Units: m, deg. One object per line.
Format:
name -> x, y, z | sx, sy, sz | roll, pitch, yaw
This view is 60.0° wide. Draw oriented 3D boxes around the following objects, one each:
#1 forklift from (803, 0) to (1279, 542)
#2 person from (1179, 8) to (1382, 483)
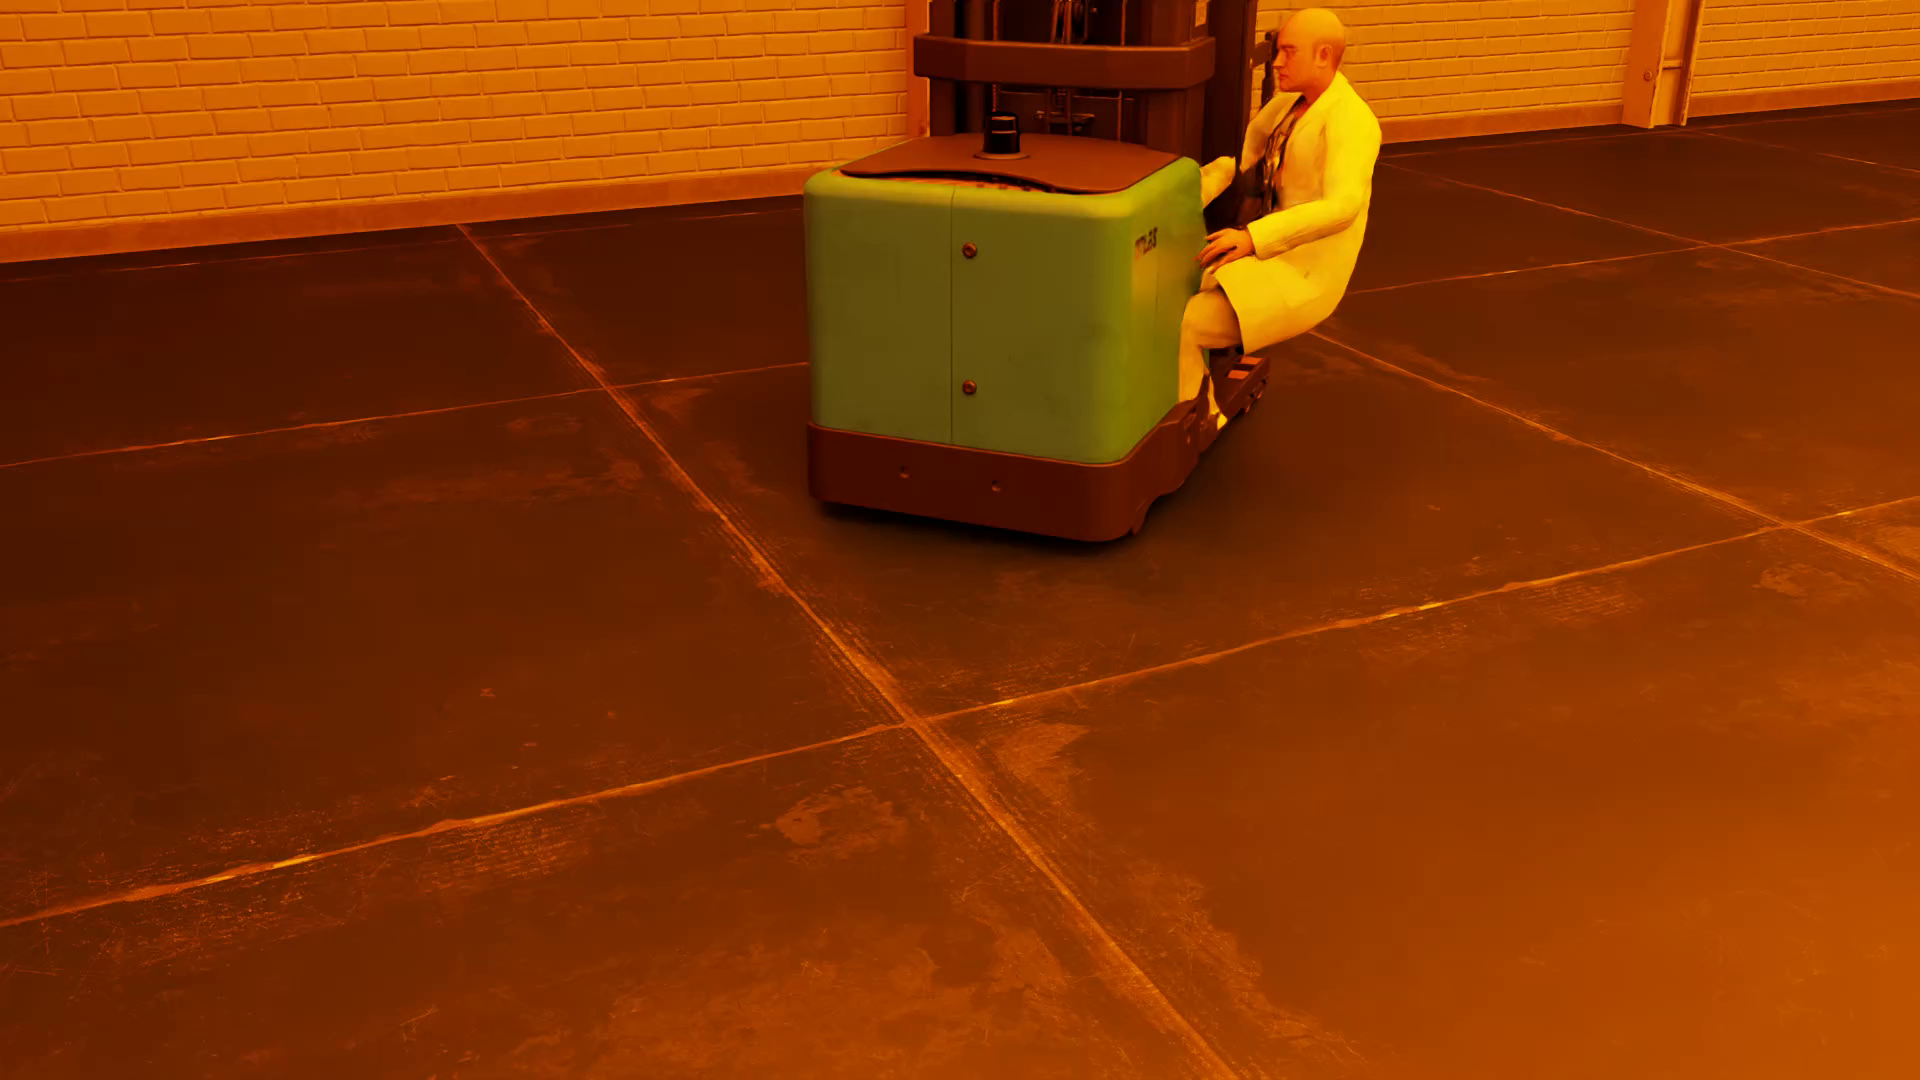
forklift -> 0.552, -1.882, 5.816 | 1.130, 2.935, 3.031 | 9, 24, 21
person -> 0.834, -0.895, 5.319 | 0.908, 1.537, 0.869 | -6, 23, -15
